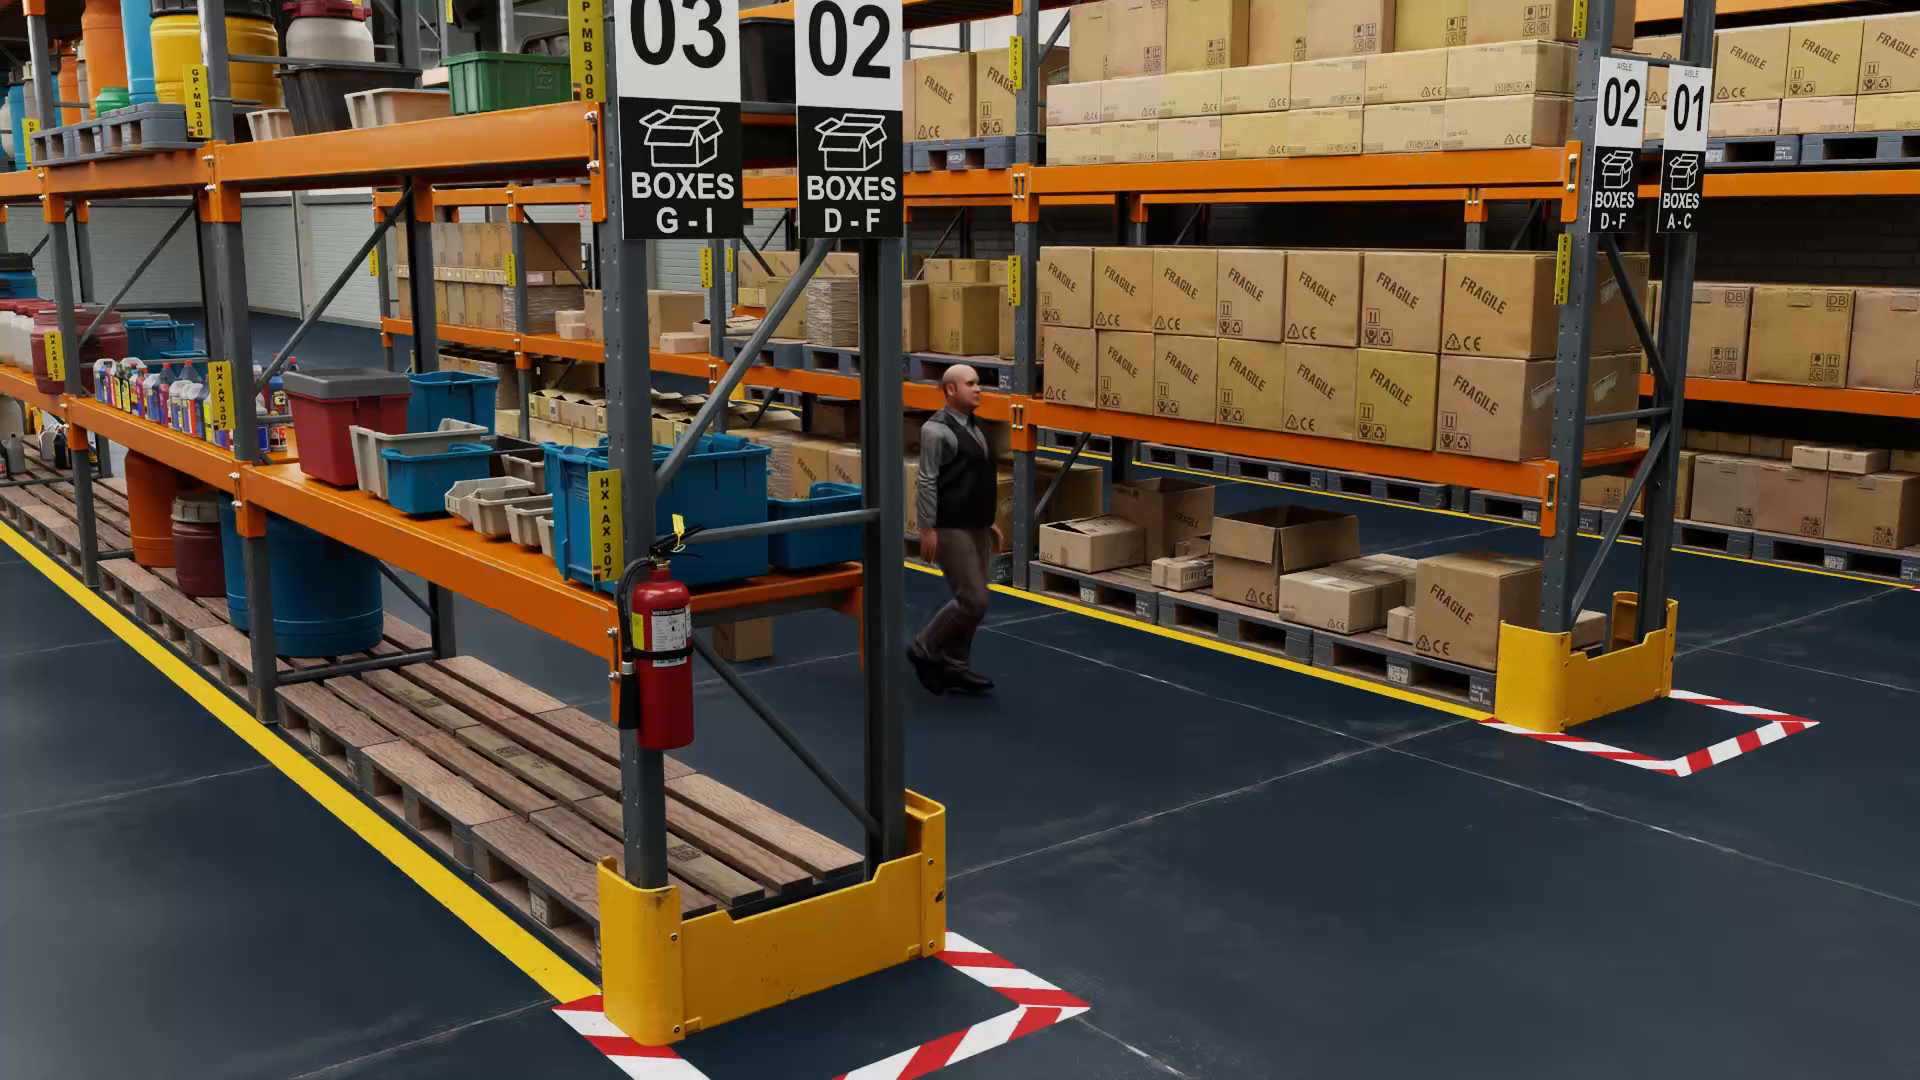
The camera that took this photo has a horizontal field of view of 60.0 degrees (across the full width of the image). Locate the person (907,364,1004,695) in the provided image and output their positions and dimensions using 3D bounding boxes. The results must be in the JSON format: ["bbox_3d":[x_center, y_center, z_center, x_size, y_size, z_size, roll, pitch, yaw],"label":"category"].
[{"bbox_3d":[-0.009,-0.048,8.623,0.473,1.719,0.546,6,12,28],"label":"person"}]
